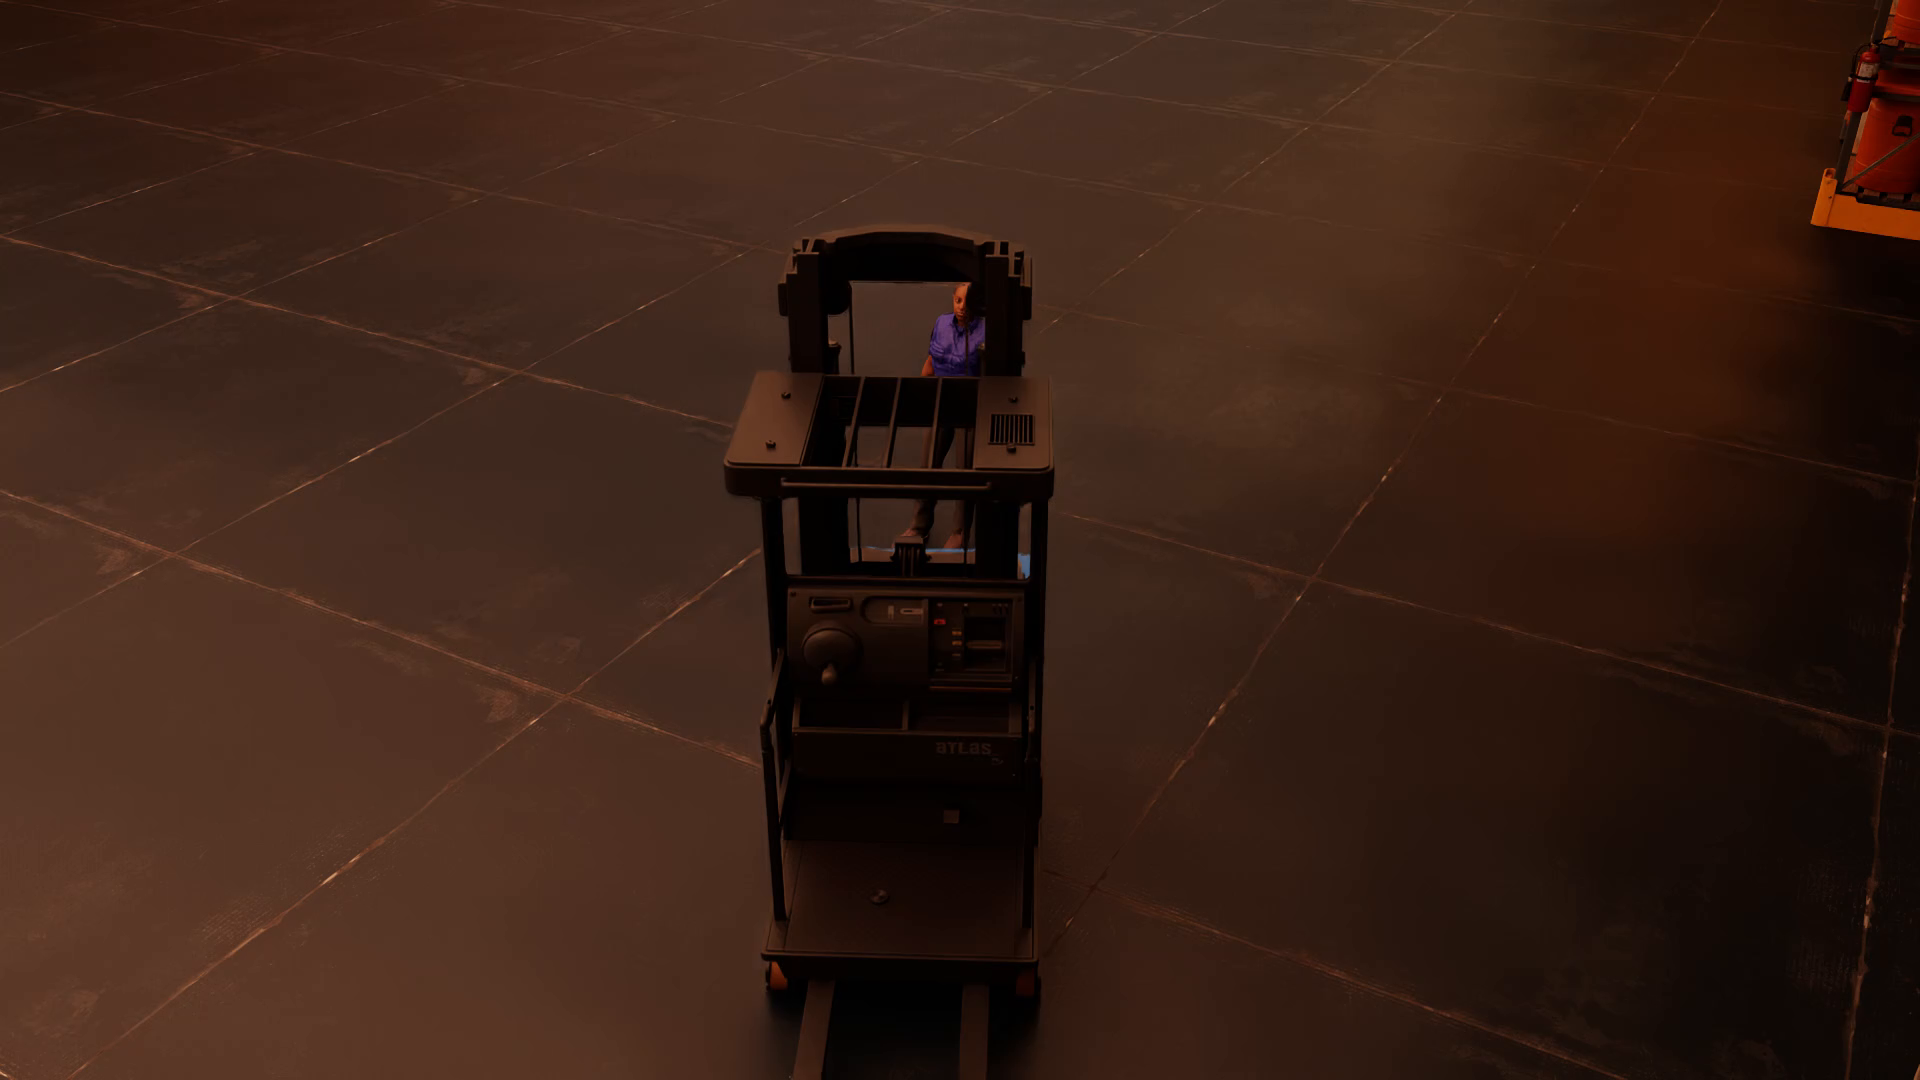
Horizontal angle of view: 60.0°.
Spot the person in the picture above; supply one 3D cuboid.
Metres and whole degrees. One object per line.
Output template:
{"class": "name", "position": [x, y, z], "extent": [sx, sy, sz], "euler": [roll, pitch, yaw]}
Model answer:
{"class": "person", "position": [-0.060, -0.689, 9.528], "extent": [0.570, 1.654, 0.504], "euler": [15, 33, 25]}

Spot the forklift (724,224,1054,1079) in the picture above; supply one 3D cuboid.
{"class": "forklift", "position": [-0.219, 0.429, 6.327], "extent": [1.130, 2.935, 3.031], "euler": [1, 30, 2]}
